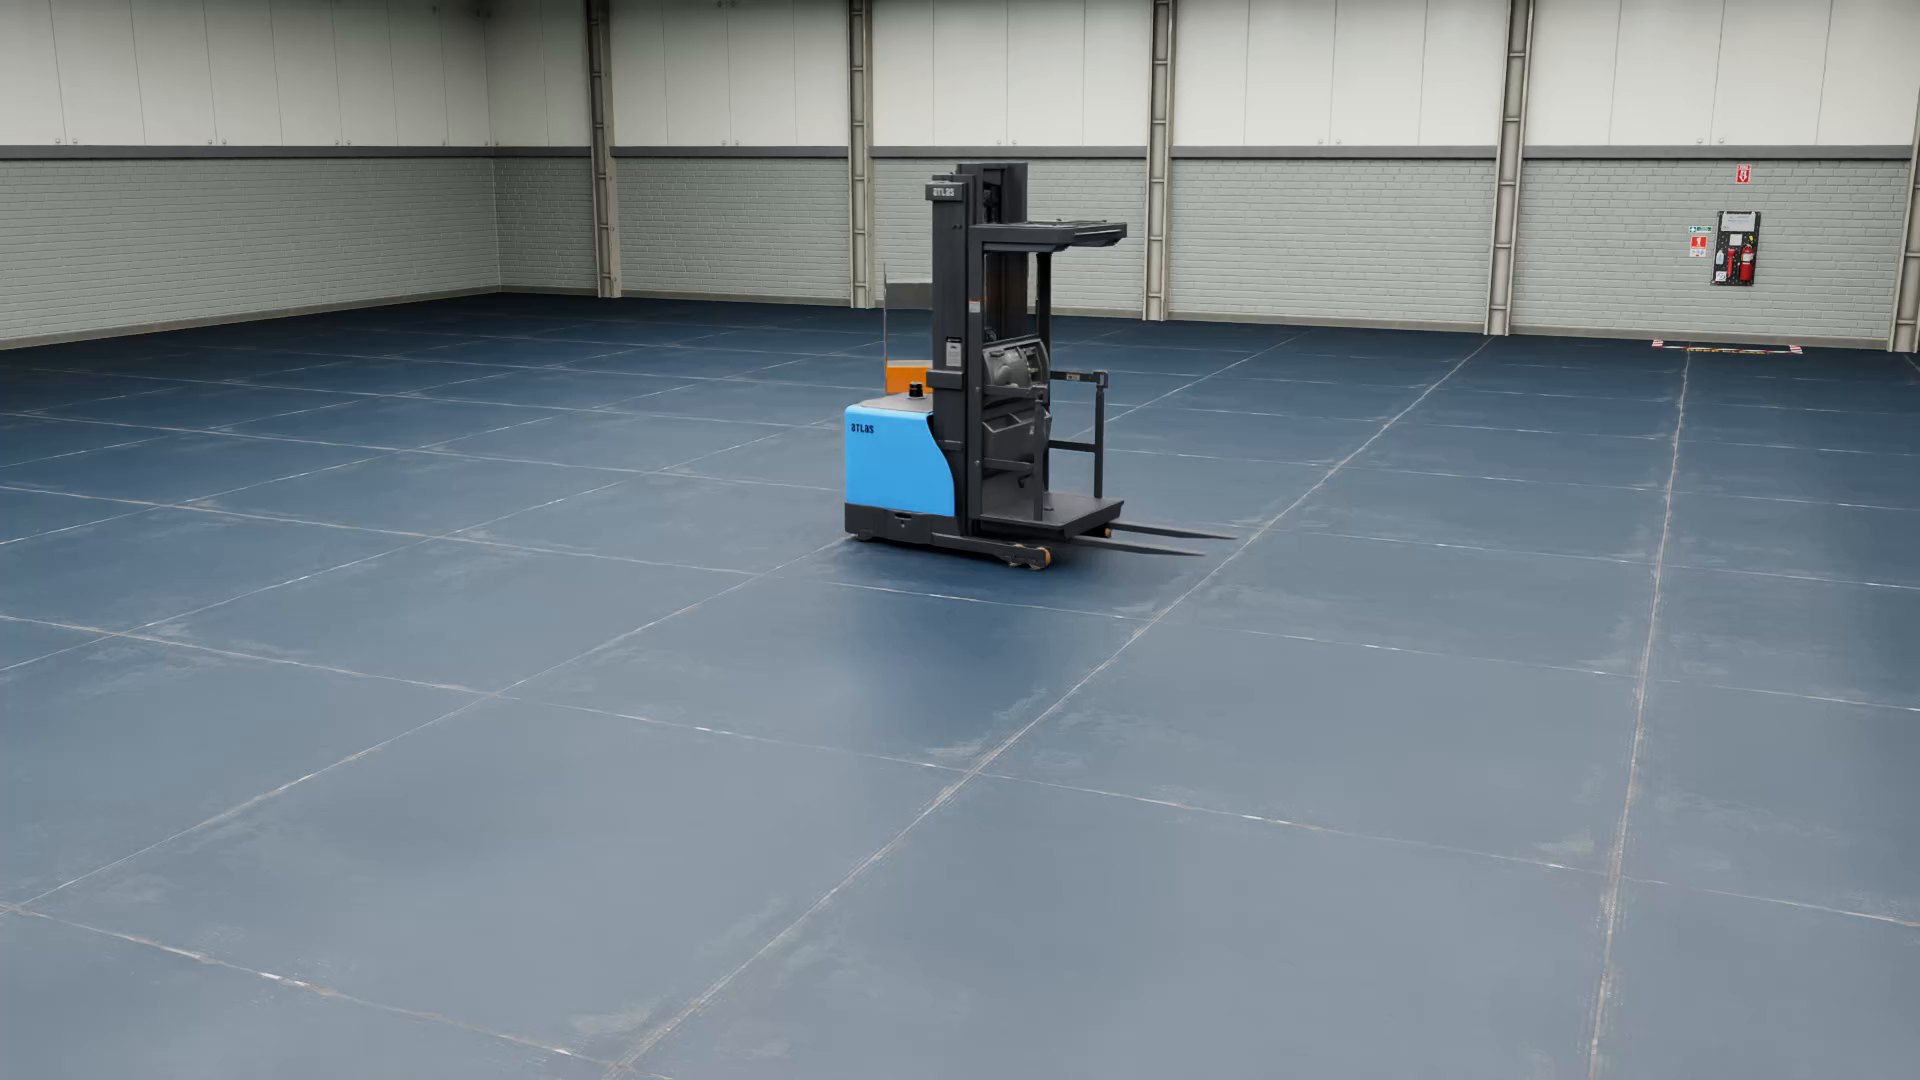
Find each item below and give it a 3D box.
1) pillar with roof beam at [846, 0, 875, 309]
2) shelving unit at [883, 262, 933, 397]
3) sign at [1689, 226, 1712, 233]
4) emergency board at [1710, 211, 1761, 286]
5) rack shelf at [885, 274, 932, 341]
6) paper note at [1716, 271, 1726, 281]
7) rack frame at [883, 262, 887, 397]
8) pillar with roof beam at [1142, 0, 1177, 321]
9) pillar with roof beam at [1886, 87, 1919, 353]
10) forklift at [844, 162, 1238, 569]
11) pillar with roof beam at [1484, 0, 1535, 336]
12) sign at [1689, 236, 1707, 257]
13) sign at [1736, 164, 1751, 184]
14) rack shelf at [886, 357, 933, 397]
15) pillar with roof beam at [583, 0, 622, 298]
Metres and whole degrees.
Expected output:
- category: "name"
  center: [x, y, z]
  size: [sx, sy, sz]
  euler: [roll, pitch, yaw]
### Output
- category: "pillar with roof beam"
  center: [-3.655, -8.065, 27.926]
  size: [0.400, 9.000, 9.100]
  euler: [6, 14, 23]
- category: "shelving unit"
  center: [-0.390, -1.294, 14.172]
  size: [0.503, 2.100, 0.431]
  euler: [-1, 13, -2]
- category: "sign"
  center: [11.839, -4.960, 26.589]
  size: [0.331, 0.109, 0.001]
  euler: [6, 14, 23]
- category: "emergency board"
  center: [12.302, -4.614, 26.353]
  size: [0.643, 1.169, 0.194]
  euler: [6, 14, 23]
- category: "rack shelf"
  center: [-0.390, -1.962, 14.015]
  size: [0.480, 0.518, 0.431]
  euler: [-1, 13, -2]
- category: "paper note"
  center: [12.168, -4.216, 26.585]
  size: [0.142, 0.148, 0.016]
  euler: [6, 14, 23]
- category: "rack frame"
  center: [-0.634, -1.291, 14.162]
  size: [0.015, 2.100, 0.400]
  euler: [-1, 13, -2]
- category: "pillar with roof beam"
  center: [1.831, -7.510, 25.560]
  size: [0.400, 9.000, 9.100]
  euler: [6, 14, 23]
- category: "pillar with roof beam"
  center: [12.802, -6.399, 20.828]
  size: [0.400, 9.000, 9.100]
  euler: [6, 14, 23]
- category: "forklift"
  center: [0.606, -1.346, 12.577]
  size: [3.031, 2.935, 1.130]
  euler: [8, 15, 30]
- category: "pillar with roof beam"
  center: [7.316, -6.954, 23.194]
  size: [0.400, 9.000, 9.100]
  euler: [6, 14, 23]
- category: "sign"
  center: [11.838, -4.704, 26.659]
  size: [0.234, 0.329, 0.001]
  euler: [6, 14, 23]
- category: "sign"
  center: [12.335, -5.764, 26.180]
  size: [0.199, 0.298, 0.001]
  euler: [6, 14, 23]
- category: "rack shelf"
  center: [-0.390, -1.280, 14.175]
  size: [0.480, 0.518, 0.431]
  euler: [-1, 13, -2]
- category: "pillar with roof beam"
  center: [-9.141, -8.620, 30.292]
  size: [0.400, 9.000, 9.100]
  euler: [6, 14, 23]
